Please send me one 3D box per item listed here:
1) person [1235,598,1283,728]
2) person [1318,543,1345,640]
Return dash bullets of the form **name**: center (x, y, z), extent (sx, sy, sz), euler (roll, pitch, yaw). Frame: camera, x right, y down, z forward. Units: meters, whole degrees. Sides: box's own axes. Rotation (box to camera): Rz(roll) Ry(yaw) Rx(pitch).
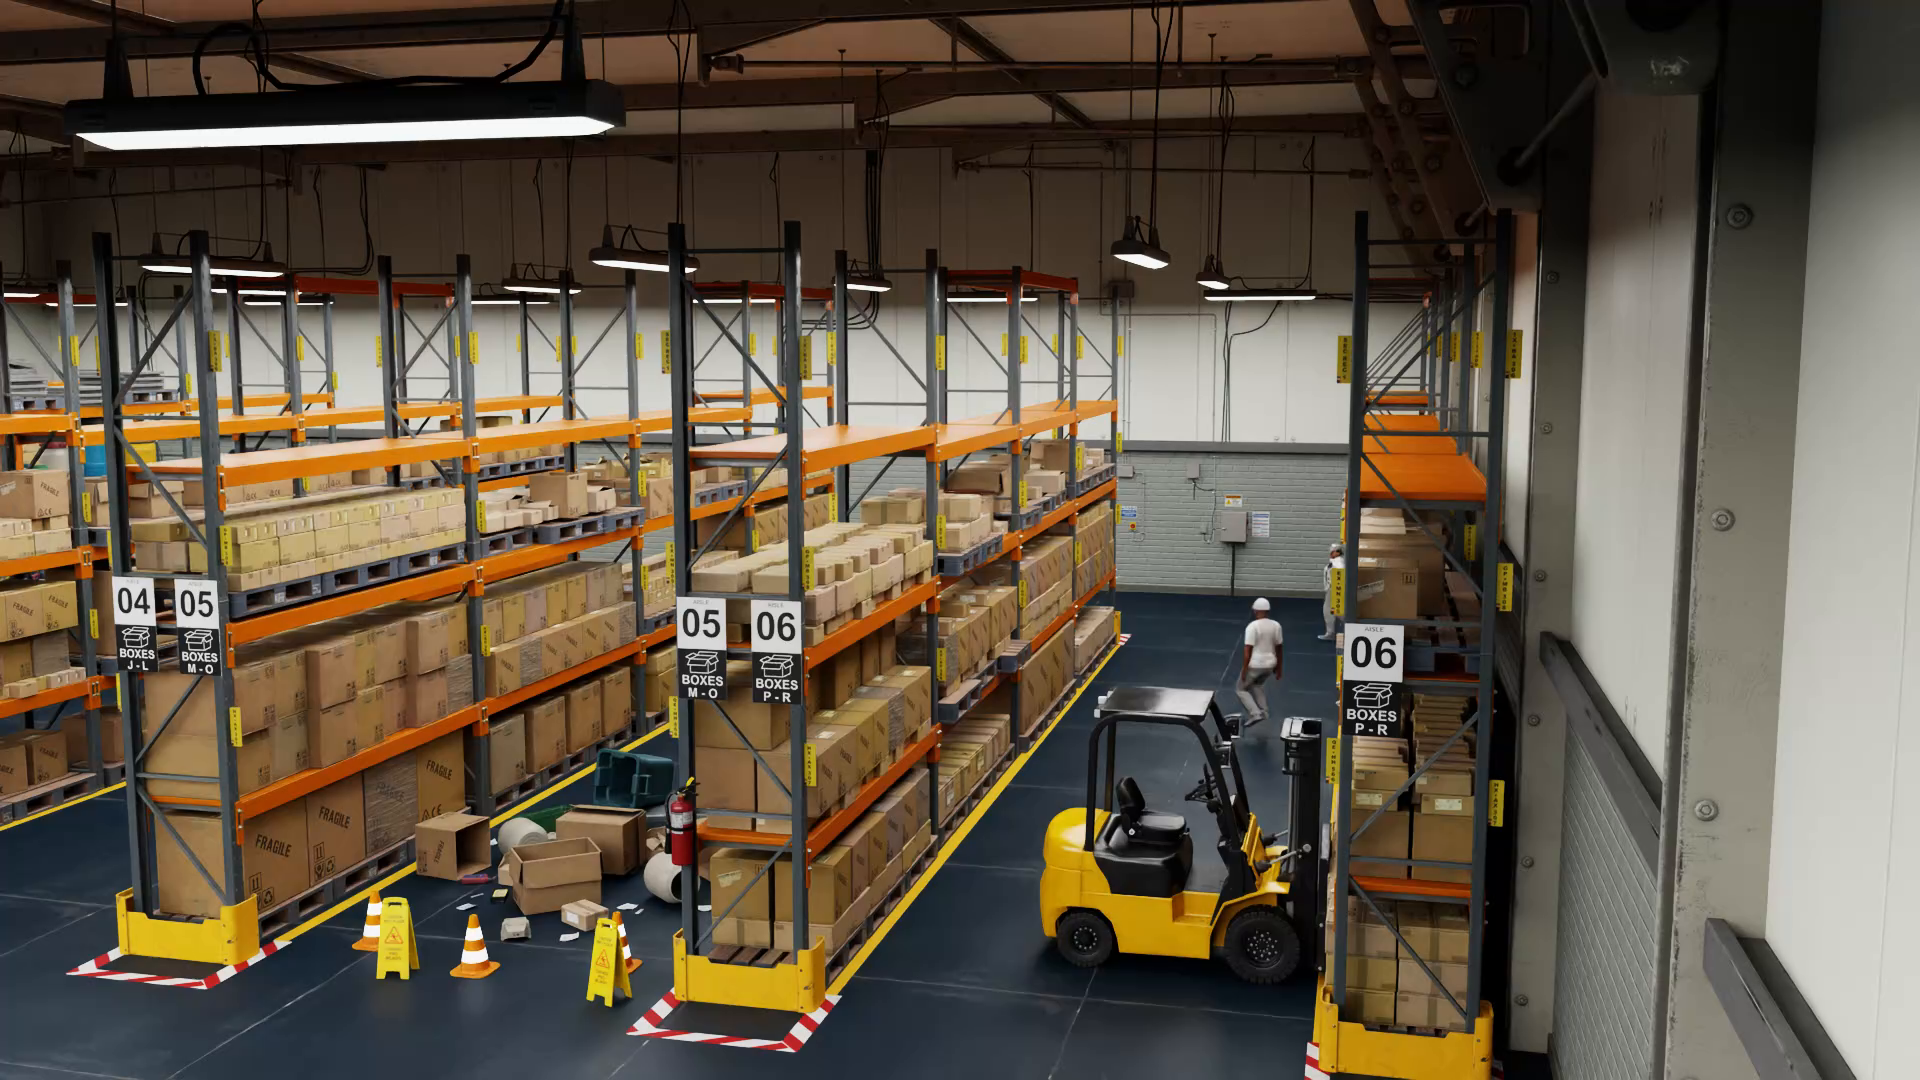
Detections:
- **person**: center (3.841, 1.568, 21.325), extent (0.616, 1.662, 0.580), euler (-3, 8, -23)
- **person**: center (6.440, 0.879, 28.350), extent (0.612, 1.640, 0.498), euler (2, 7, 16)
